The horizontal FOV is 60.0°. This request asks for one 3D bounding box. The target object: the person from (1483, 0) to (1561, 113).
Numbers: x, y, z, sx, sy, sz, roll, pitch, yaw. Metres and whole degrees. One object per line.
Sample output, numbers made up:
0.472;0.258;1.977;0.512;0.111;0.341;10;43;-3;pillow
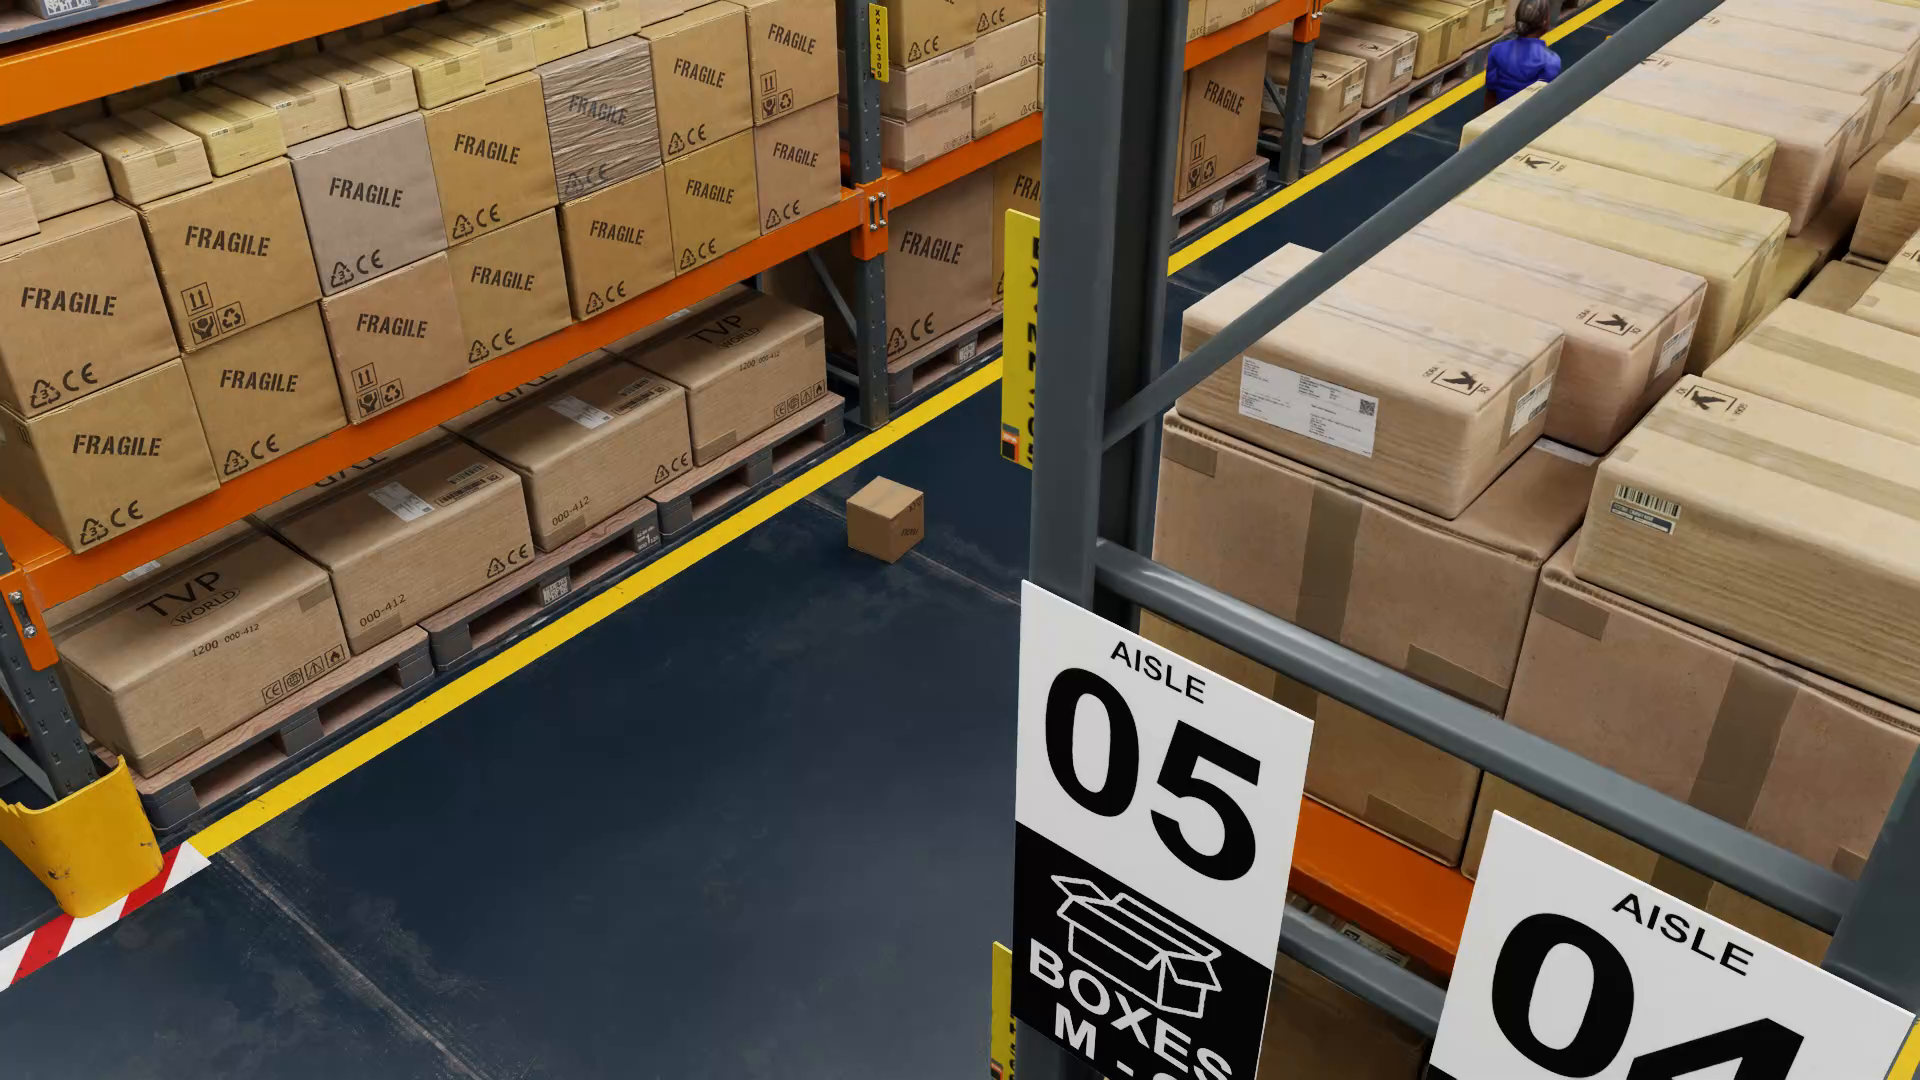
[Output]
3.041;-2.177;9.193;0.445;1.648;0.481;30;45;35;person
